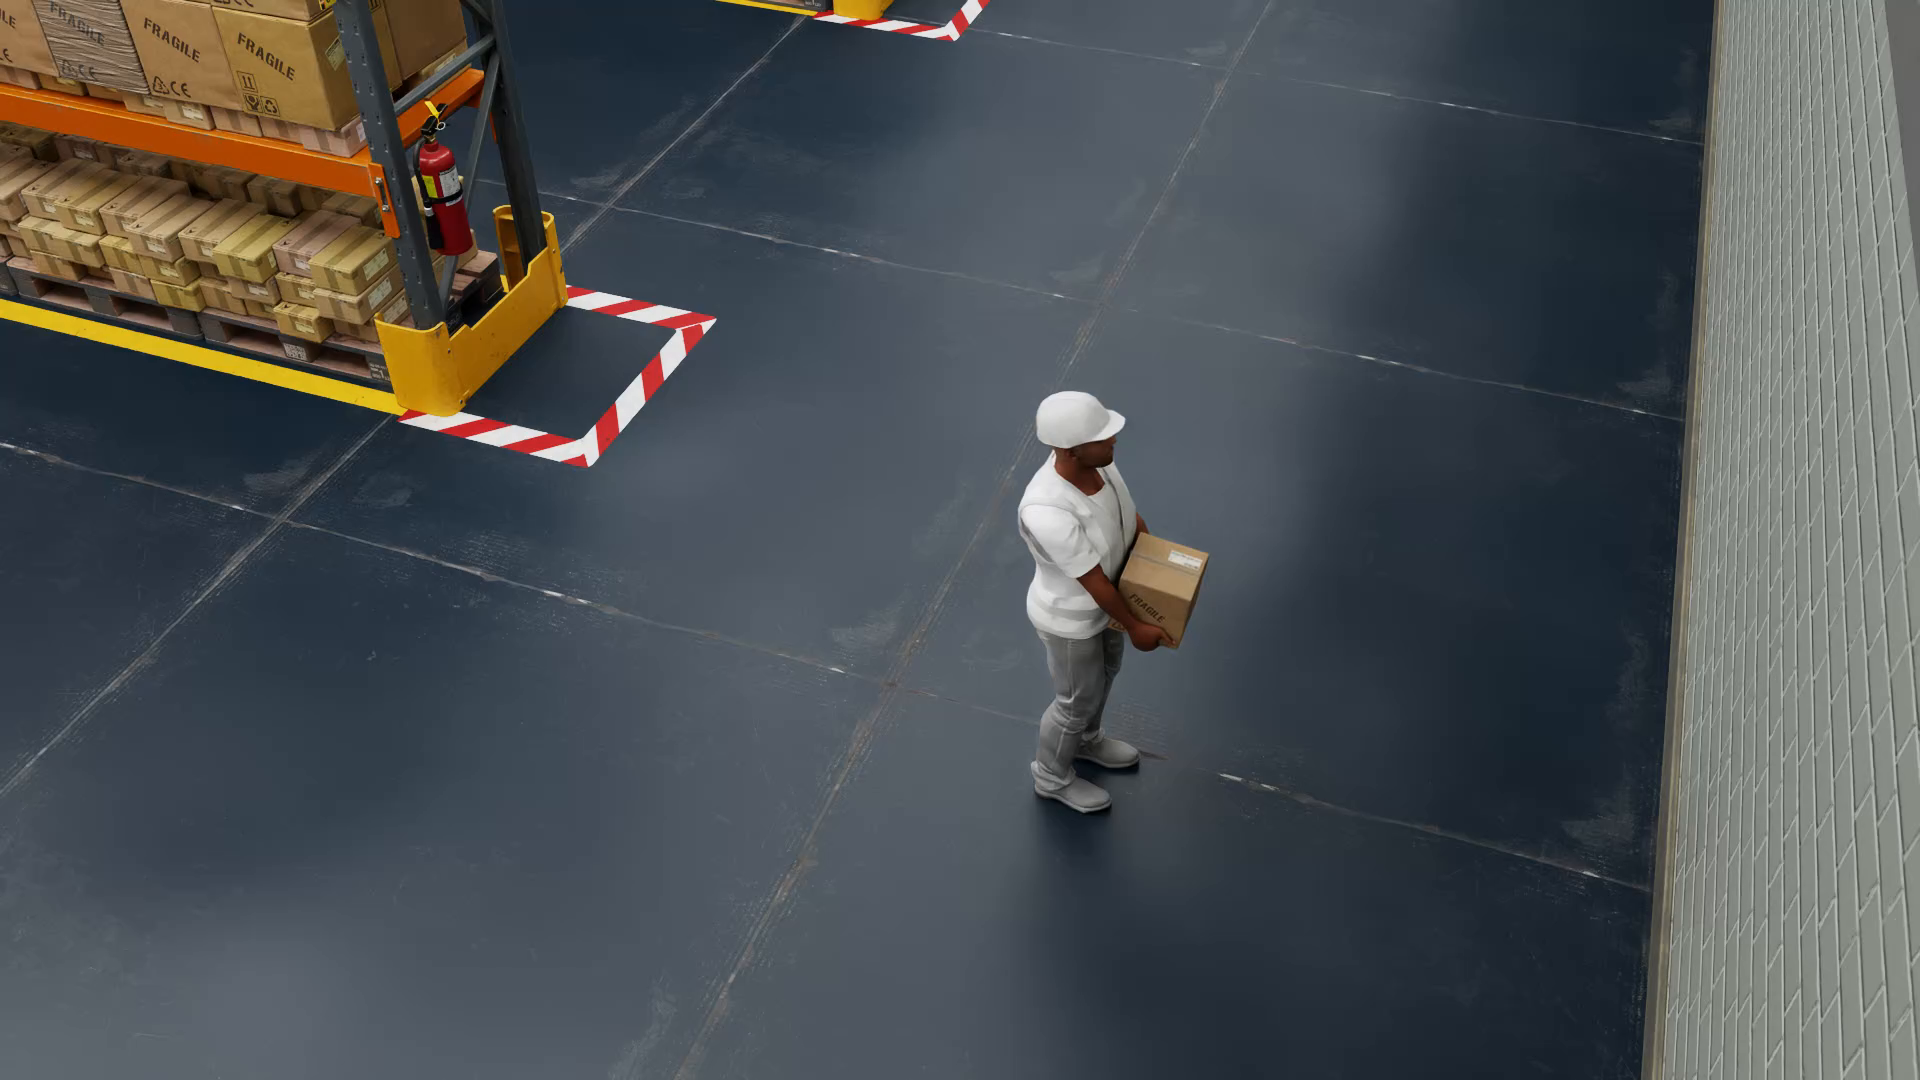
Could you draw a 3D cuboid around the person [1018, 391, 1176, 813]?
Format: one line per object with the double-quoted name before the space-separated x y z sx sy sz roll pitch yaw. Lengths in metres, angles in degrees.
"person" 0.514 0.238 5.874 0.577 1.761 0.502 14 43 15
